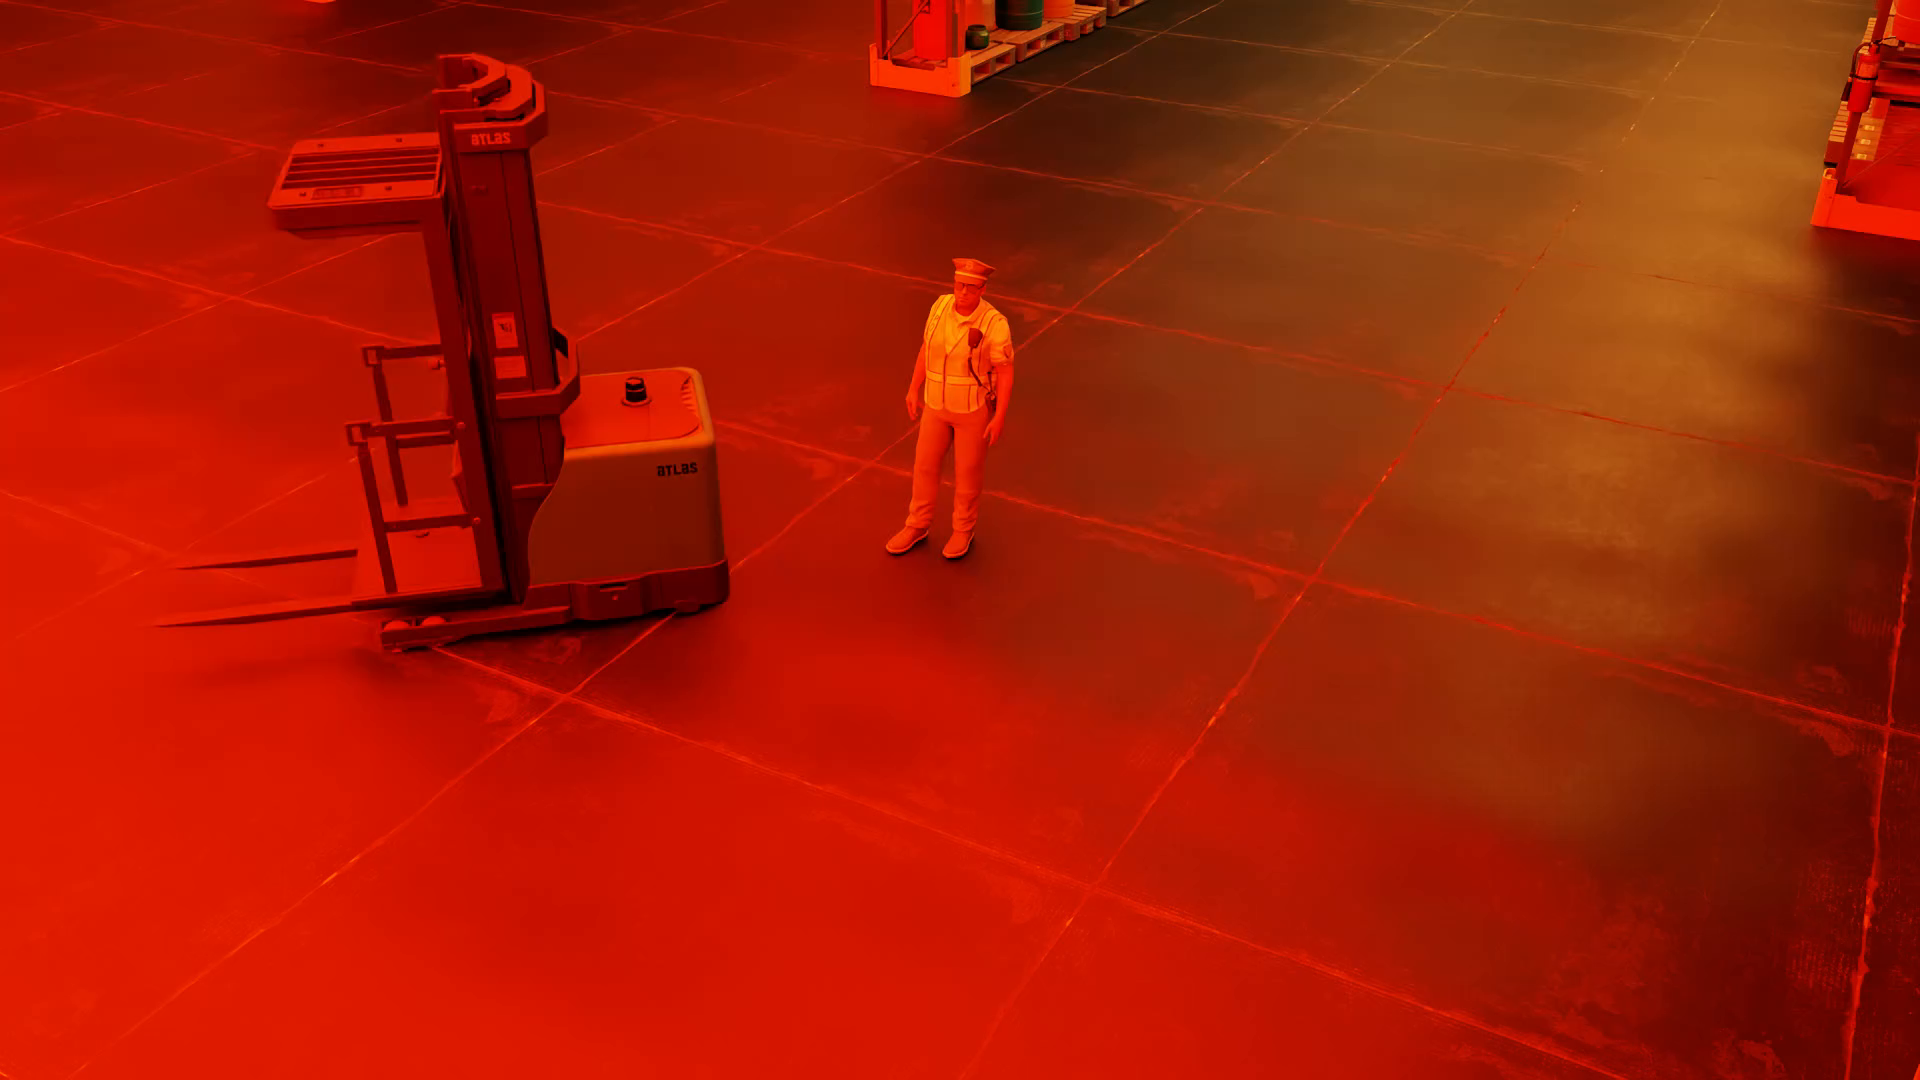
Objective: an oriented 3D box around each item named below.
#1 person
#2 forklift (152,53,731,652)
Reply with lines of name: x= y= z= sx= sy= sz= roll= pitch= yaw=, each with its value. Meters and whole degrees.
person: x=-0.048 y=-0.747 z=9.500 sx=0.640 sy=1.781 sz=0.575 roll=15 pitch=33 yaw=25
forklift: x=-2.862 y=-0.955 z=8.725 sx=3.031 sy=2.935 sz=1.130 roll=-6 pitch=31 yaw=-11
